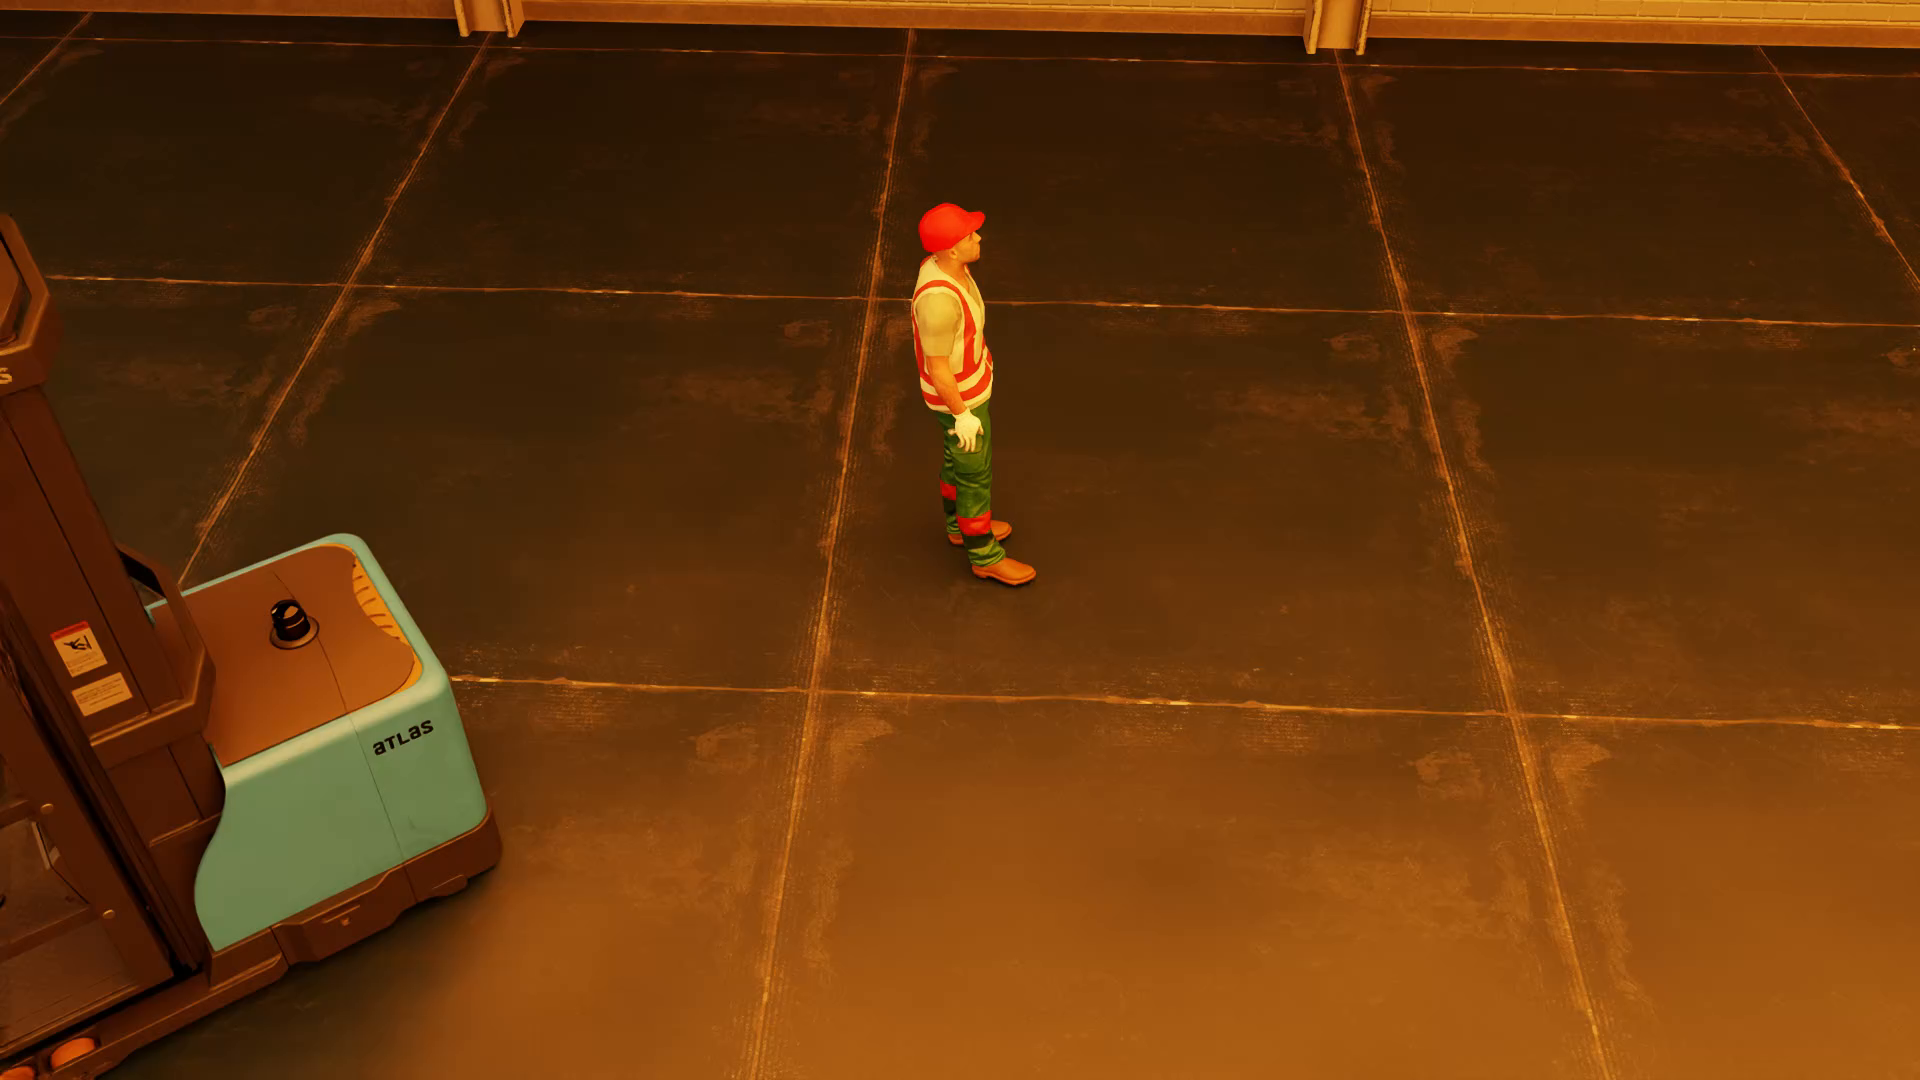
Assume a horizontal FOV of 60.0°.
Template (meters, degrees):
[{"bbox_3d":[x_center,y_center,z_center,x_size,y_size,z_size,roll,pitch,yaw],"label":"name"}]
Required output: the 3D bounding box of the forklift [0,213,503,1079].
[{"bbox_3d":[-3.289,0.489,5.207,3.031,2.935,1.130,-25,48,-25],"label":"forklift"}]

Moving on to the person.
[{"bbox_3d":[0.080,-0.656,7.298,0.562,1.789,0.638,2,42,2],"label":"person"}]
